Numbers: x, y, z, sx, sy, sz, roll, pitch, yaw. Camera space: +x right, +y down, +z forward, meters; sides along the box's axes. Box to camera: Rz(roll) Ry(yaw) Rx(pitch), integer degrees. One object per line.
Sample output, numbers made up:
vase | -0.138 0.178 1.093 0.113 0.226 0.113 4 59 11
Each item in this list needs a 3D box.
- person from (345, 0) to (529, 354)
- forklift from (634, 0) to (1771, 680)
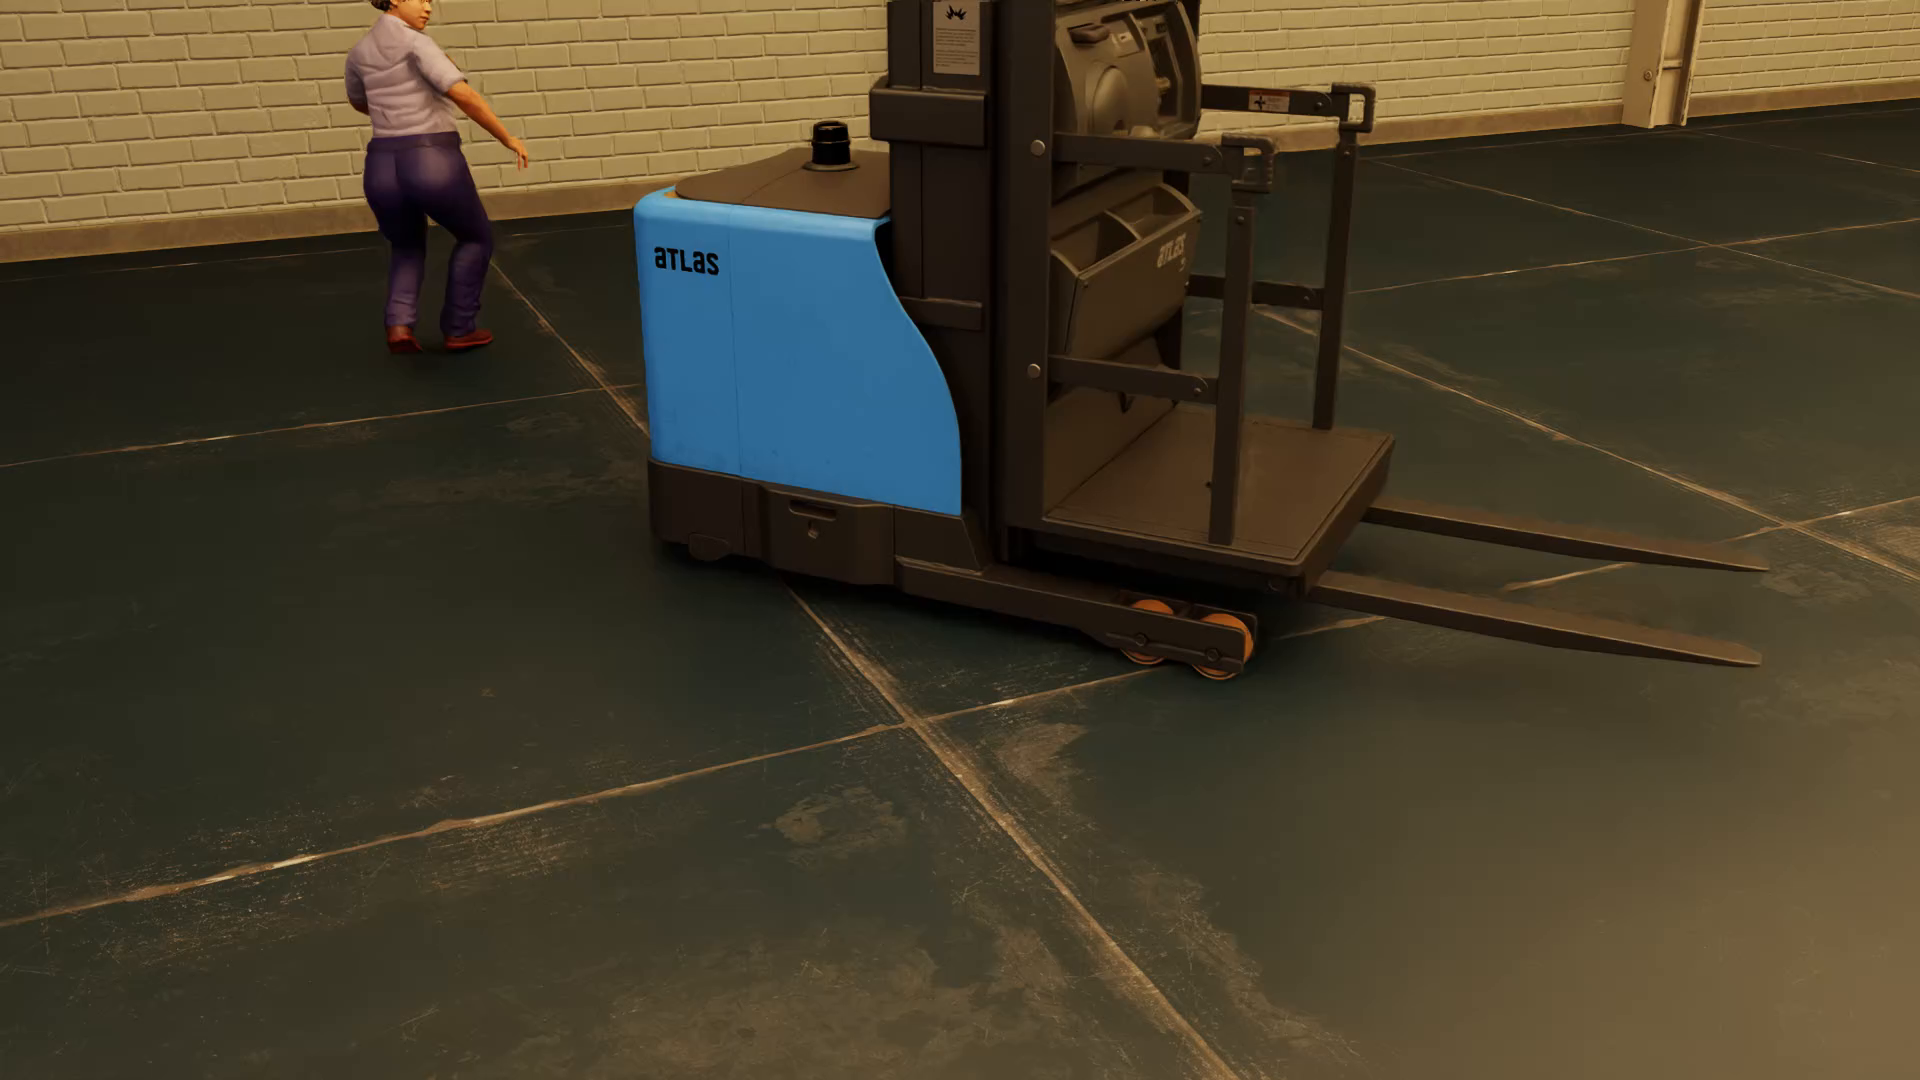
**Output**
person | -2.115 -1.512 6.756 0.779 1.530 0.740 6 23 14
forklift | 0.631 -1.229 4.245 3.031 2.935 1.130 11 25 24
